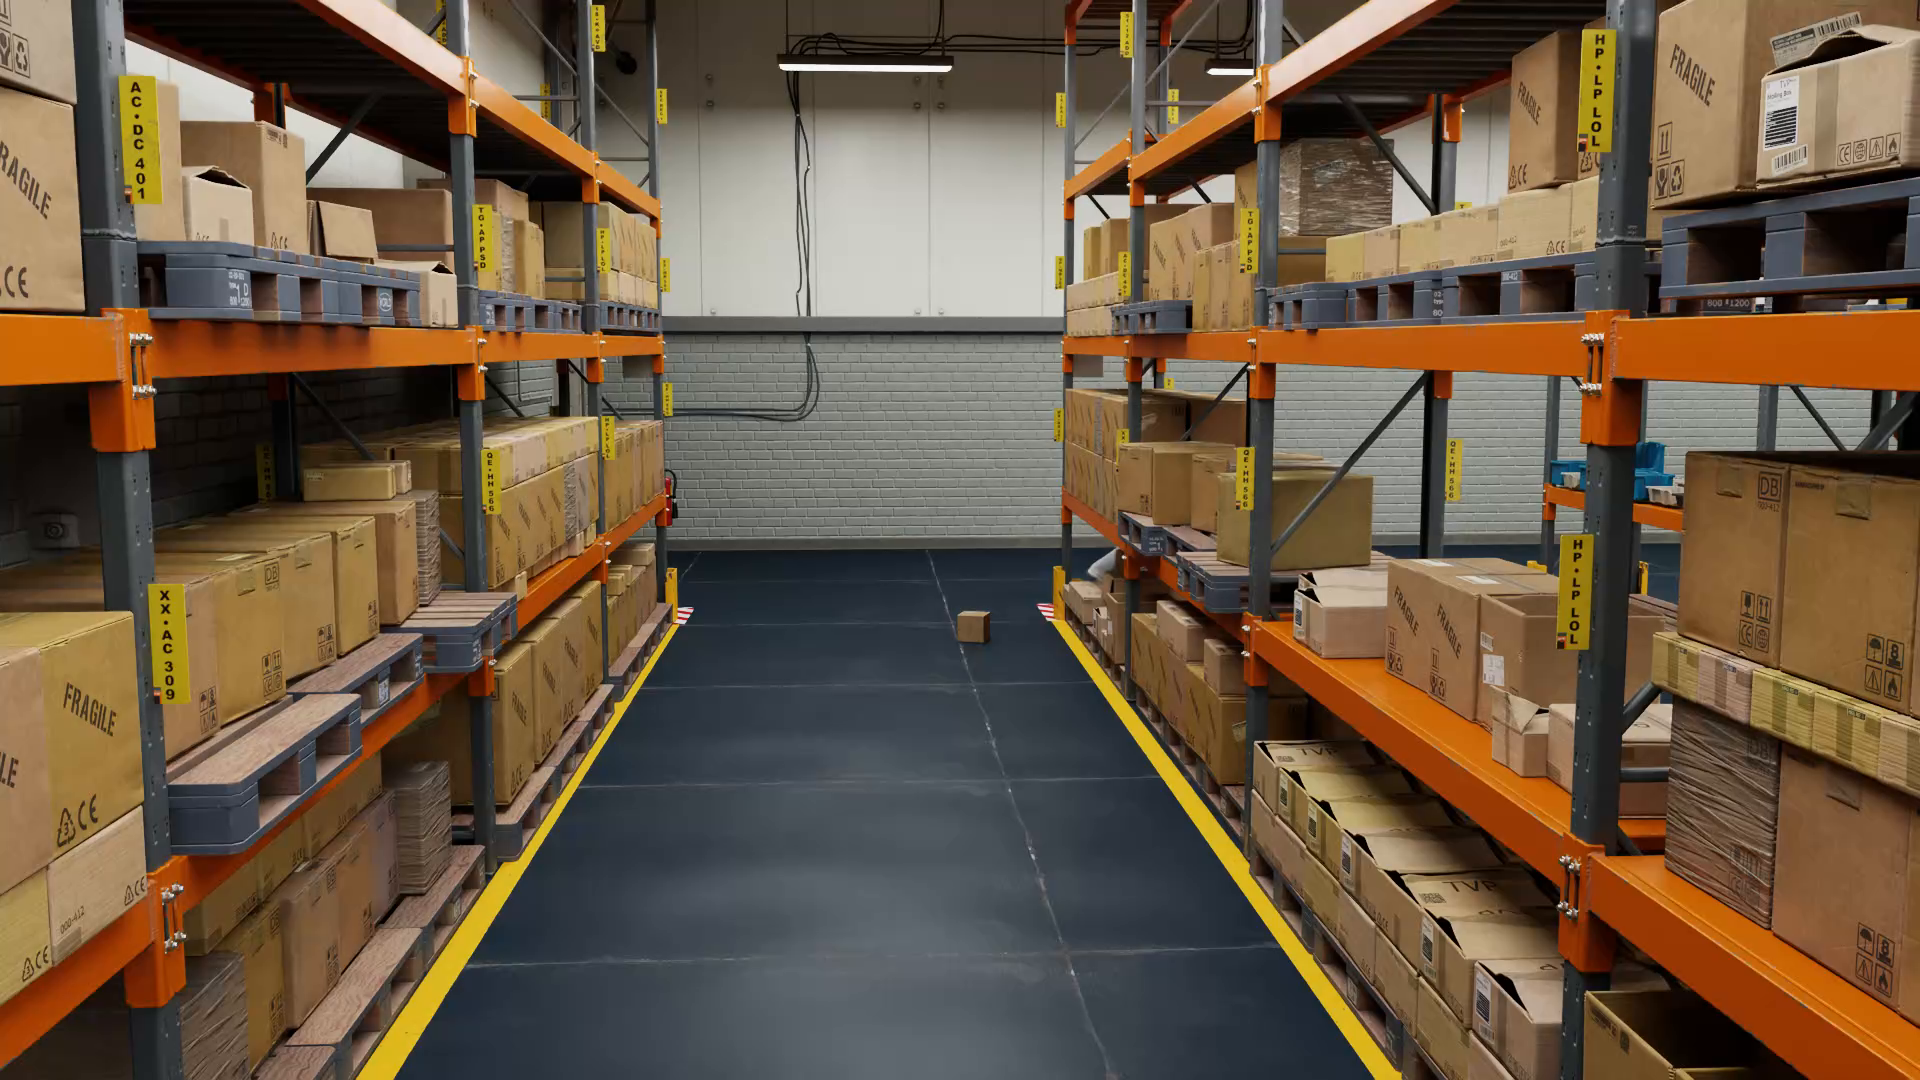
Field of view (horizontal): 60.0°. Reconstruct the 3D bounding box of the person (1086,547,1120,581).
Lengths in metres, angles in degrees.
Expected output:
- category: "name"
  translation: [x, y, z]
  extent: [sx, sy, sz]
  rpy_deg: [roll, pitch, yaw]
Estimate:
- category: "person"
  translation: [1.851, -0.264, 18.008]
  extent: [0.941, 1.749, 0.628]
  rpy_deg: [0, 7, -1]
